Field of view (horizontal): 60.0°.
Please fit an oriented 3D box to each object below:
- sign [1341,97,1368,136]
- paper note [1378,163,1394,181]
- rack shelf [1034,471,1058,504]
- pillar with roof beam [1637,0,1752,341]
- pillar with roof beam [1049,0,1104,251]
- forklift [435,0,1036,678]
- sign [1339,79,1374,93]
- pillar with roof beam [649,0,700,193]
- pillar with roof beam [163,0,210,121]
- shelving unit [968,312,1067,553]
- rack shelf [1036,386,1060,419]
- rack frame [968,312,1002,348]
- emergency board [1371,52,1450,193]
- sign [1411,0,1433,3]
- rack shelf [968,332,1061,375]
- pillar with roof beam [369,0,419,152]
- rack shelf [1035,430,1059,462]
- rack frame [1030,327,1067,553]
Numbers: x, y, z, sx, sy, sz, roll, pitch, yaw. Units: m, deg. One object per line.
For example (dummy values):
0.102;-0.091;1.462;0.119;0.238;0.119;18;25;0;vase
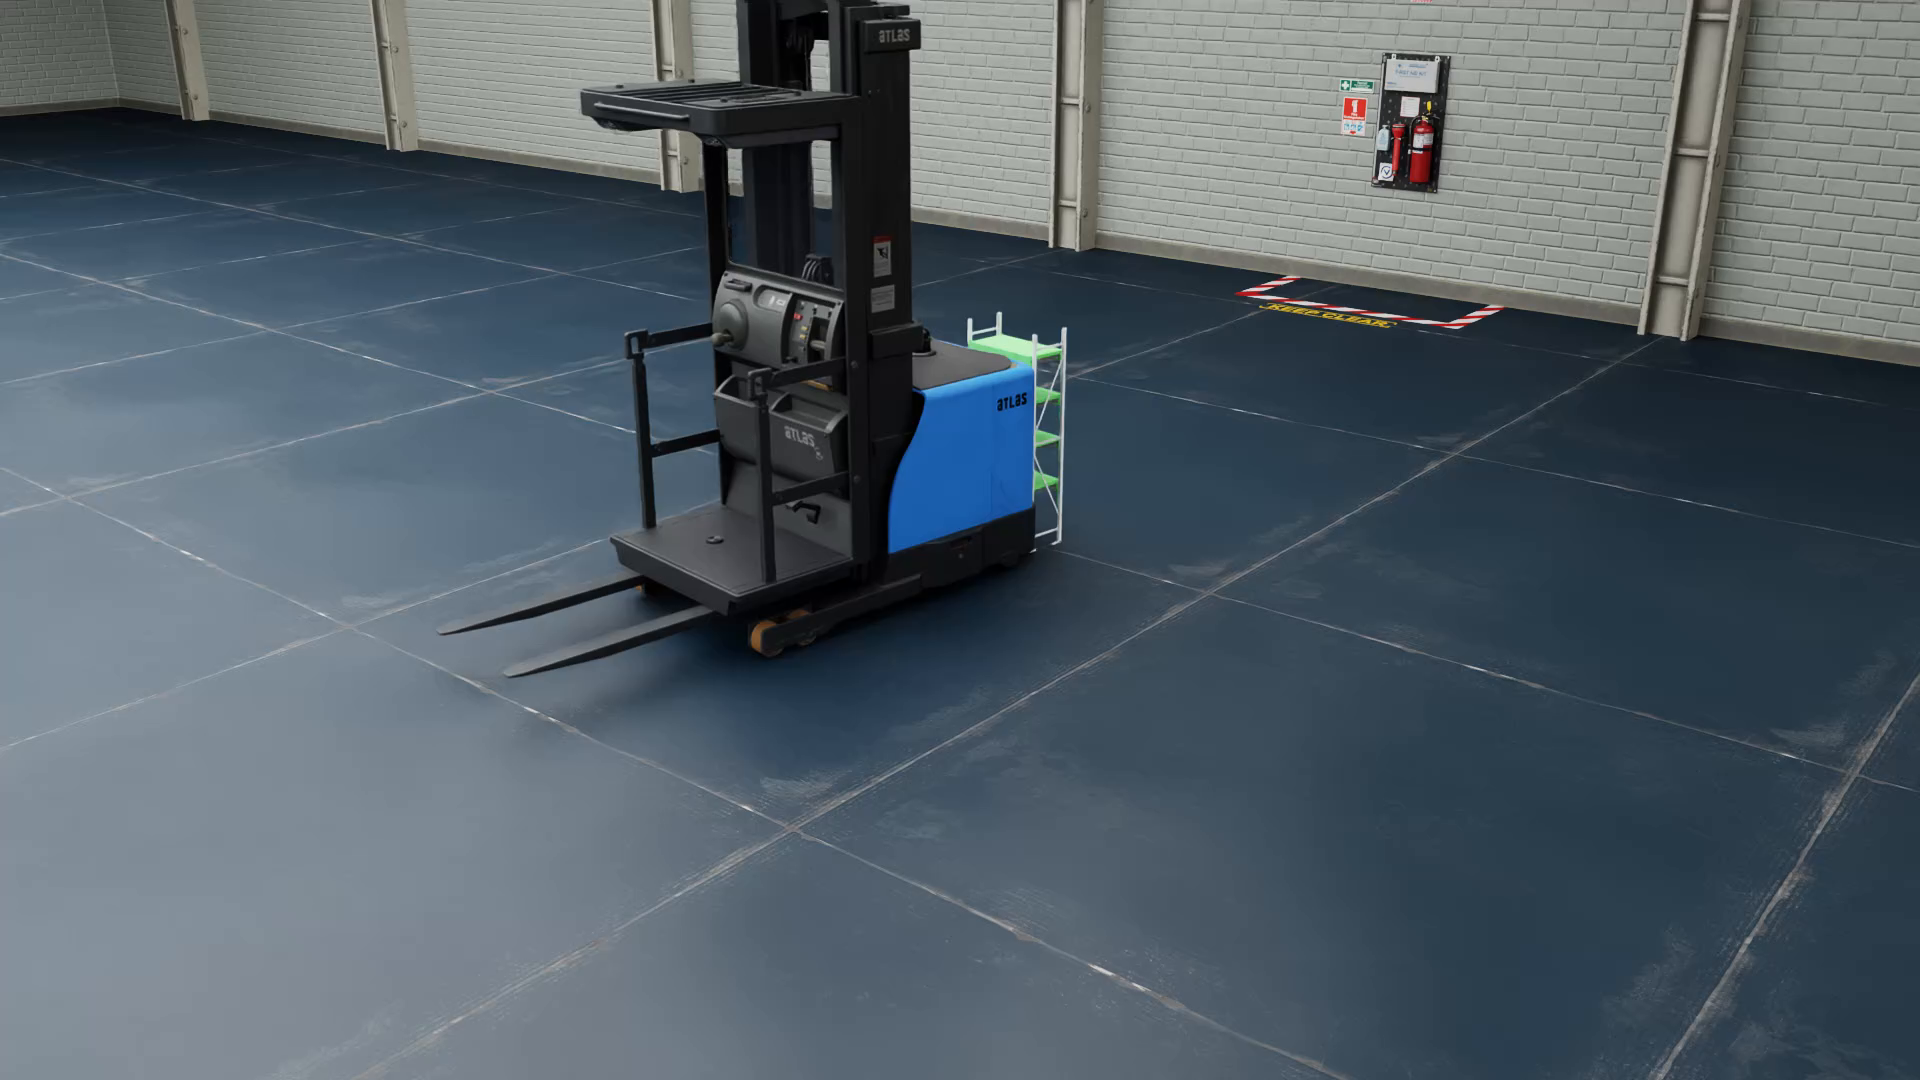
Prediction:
3.559;-3.826;15.012;0.234;0.329;0.001;16;26;36;sign
3.829;-3.304;14.927;0.142;0.148;0.016;16;26;36;paper note
0.298;-0.302;9.129;0.258;0.148;0.480;-18;27;-40;rack shelf
3.090;-4.726;8.948;0.400;9.000;9.100;16;26;36;pillar with roof beam
-1.558;-6.065;12.498;0.400;9.000;9.100;16;26;36;pillar with roof beam
-1.022;-1.035;7.760;3.031;2.935;1.130;-18;27;-40;forklift
3.557;-4.071;14.910;0.331;0.109;0.001;16;26;36;sign
-6.206;-7.404;16.047;0.400;9.000;9.100;16;26;36;pillar with roof beam
-15.503;-10.081;23.147;0.400;9.000;9.100;16;26;36;pillar with roof beam
0.299;-0.587;9.022;0.258;1.200;0.503;-18;27;-40;shelving unit
0.299;-0.752;8.961;0.258;0.148;0.480;-18;27;-40;rack shelf
0.132;-0.650;9.189;0.240;1.200;0.015;-18;27;-40;rack frame
3.922;-3.658;14.617;0.643;1.169;0.194;16;26;36;emergency board
3.979;-4.772;14.285;0.199;0.298;0.001;16;26;36;sign
0.300;-0.977;8.877;0.258;0.148;0.480;-18;27;-40;rack shelf
-10.855;-8.742;19.597;0.400;9.000;9.100;16;26;36;pillar with roof beam
0.299;-0.527;9.045;0.258;0.148;0.480;-18;27;-40;rack shelf
0.465;-0.524;8.855;0.240;1.200;0.015;-18;27;-40;rack frame
